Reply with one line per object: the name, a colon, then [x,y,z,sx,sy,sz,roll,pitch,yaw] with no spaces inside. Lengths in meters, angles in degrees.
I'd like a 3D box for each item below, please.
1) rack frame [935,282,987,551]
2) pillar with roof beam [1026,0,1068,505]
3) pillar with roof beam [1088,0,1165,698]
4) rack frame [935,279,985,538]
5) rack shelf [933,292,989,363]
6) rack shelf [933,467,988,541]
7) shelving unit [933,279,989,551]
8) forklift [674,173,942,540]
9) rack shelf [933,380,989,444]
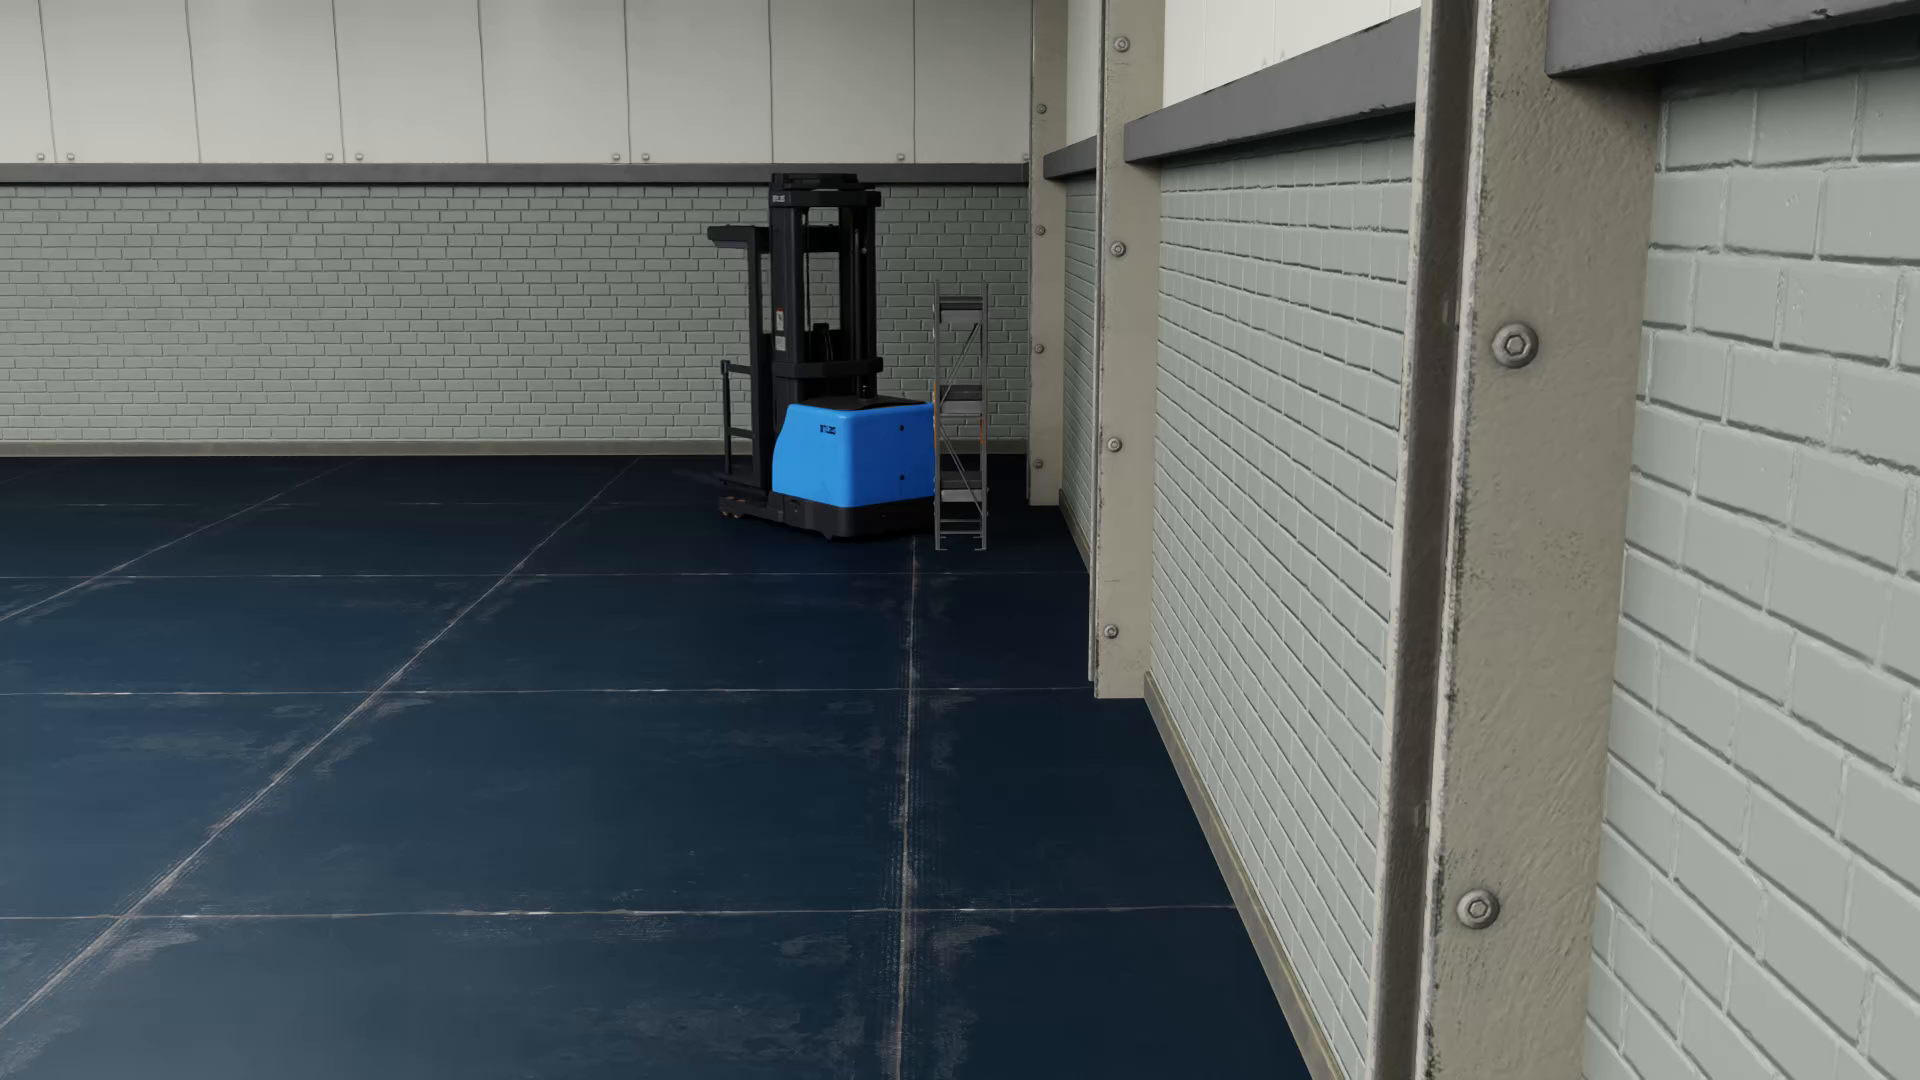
rack frame: [0.008,-0.948,12.949,0.400,2.100,0.015,0,11,-1]
pillar with roof beam: [-3.527,-4.747,14.325,9.100,9.000,0.400,0,11,-1]
pillar with roof beam: [-3.403,-3.554,8.446,9.100,9.000,0.400,0,11,-1]
rack frame: [-0.002,-1.045,13.427,0.400,2.100,0.015,0,11,-1]
rack shelf: [0.003,-1.669,13.052,0.431,0.518,0.480,0,11,-1]
rack shelf: [0.003,-0.297,13.330,0.431,0.518,0.480,0,11,-1]
shelving unit: [0.003,-0.996,13.188,0.431,2.100,0.503,0,11,-1]
forklift: [-1.477,-1.678,14.460,1.130,2.935,3.031,-9,15,-39]
rack shelf: [0.003,-0.983,13.191,0.431,0.518,0.480,0,11,-1]
